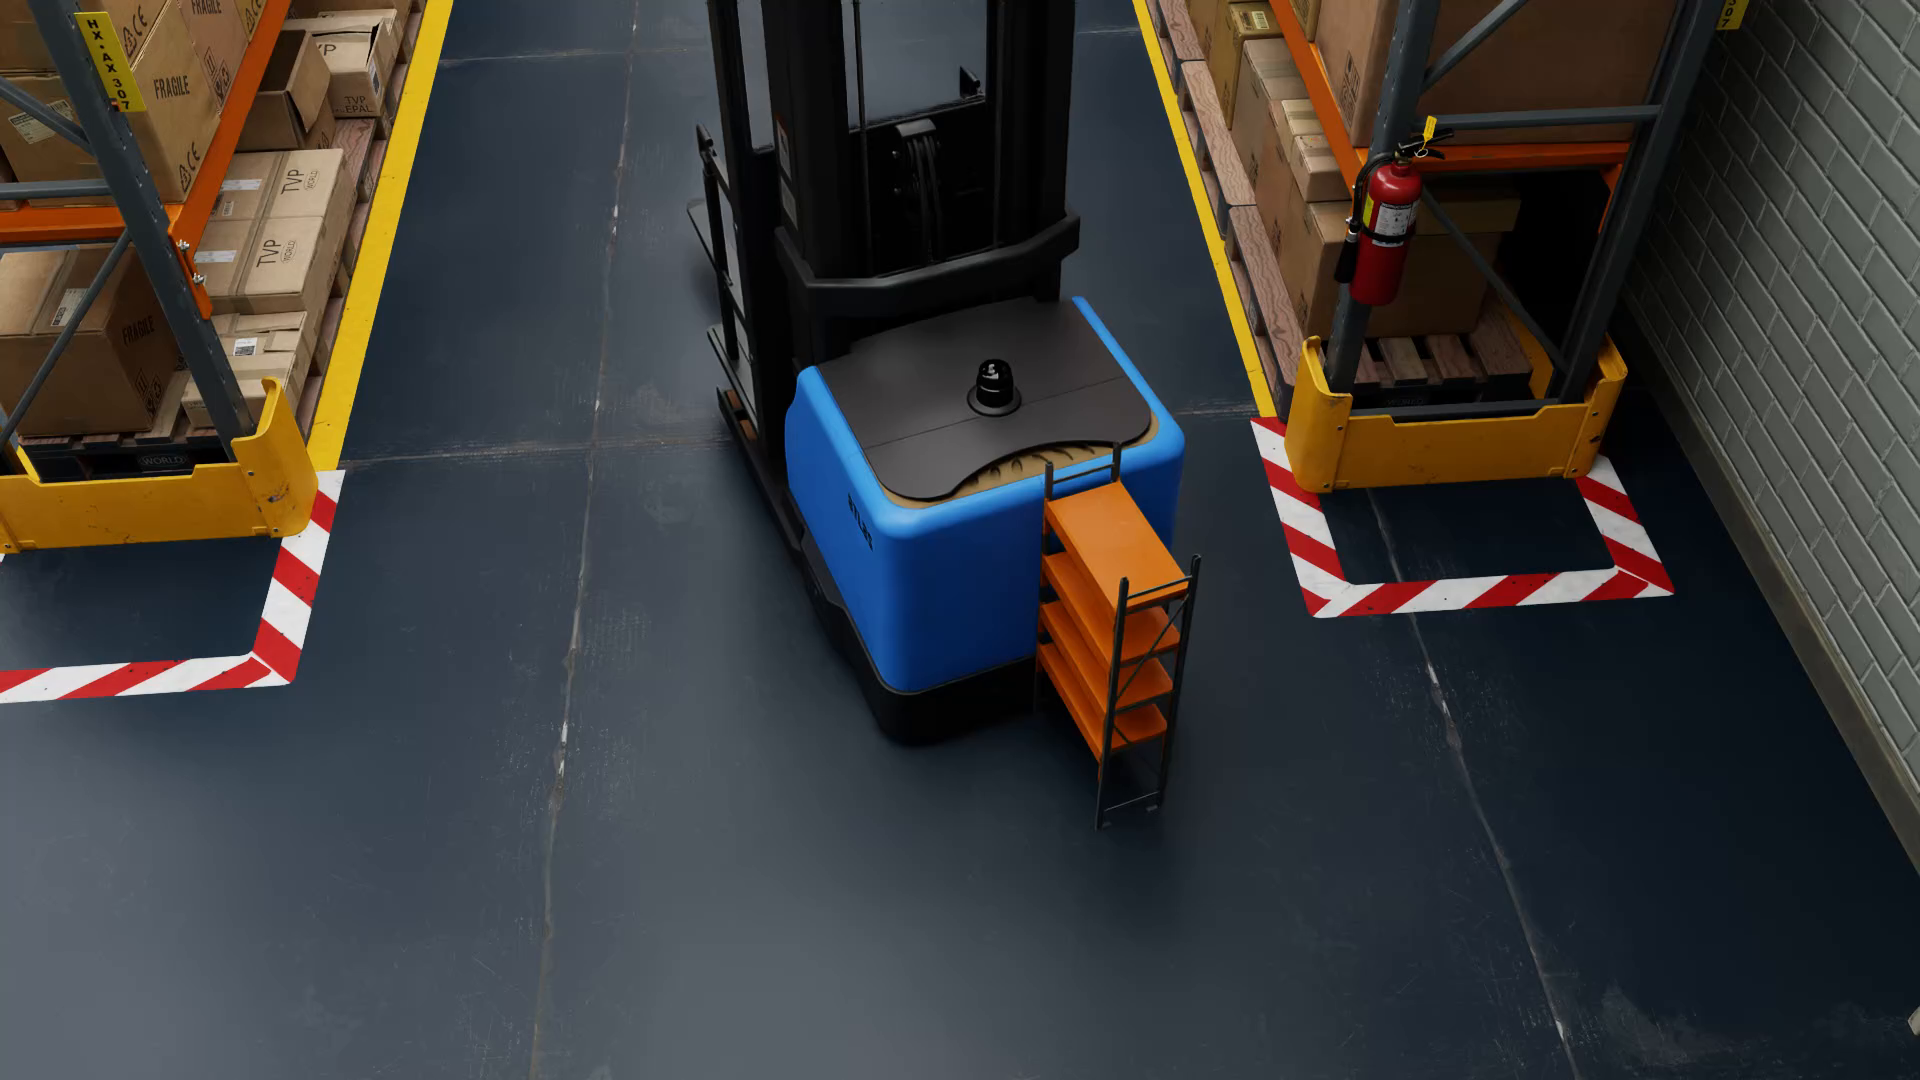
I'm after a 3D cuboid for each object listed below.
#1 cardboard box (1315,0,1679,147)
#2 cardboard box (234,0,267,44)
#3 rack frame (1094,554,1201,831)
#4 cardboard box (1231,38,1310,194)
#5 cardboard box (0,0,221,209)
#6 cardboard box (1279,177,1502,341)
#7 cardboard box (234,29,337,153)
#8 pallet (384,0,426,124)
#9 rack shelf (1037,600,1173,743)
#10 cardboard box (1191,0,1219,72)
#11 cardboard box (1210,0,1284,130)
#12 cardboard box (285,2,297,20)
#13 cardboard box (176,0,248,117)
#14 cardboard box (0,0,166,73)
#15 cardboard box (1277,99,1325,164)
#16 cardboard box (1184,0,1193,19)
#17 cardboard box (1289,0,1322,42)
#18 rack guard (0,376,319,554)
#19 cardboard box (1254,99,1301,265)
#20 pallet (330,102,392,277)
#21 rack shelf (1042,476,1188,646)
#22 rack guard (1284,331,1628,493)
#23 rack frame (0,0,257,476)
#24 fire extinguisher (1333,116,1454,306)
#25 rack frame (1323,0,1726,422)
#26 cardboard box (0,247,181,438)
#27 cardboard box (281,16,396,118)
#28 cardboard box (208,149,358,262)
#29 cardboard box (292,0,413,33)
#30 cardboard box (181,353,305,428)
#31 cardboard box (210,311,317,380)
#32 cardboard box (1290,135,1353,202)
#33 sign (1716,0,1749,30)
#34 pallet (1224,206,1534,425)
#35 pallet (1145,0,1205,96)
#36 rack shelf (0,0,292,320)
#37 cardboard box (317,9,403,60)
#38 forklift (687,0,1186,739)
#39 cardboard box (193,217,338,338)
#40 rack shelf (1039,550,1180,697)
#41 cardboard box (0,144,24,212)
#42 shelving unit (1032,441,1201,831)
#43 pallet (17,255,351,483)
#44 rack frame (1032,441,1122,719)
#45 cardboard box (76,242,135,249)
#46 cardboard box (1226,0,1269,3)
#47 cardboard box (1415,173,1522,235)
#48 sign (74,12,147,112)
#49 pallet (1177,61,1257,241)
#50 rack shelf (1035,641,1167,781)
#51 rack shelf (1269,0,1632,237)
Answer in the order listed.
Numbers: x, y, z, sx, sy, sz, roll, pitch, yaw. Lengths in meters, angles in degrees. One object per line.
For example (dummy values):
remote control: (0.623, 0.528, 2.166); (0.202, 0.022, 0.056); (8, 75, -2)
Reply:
cardboard box: (1.825, -1.856, 5.736); (0.980, 0.700, 0.700); (-2, 47, -1)
cardboard box: (-2.920, -2.189, 6.188); (0.500, 0.500, 0.500); (-4, 47, -3)
rack frame: (0.547, 0.488, 4.962); (0.240, 1.200, 0.015); (-17, 49, -15)
cardboard box: (1.635, -1.896, 7.412); (0.700, 0.500, 0.500); (-5, 47, -5)
cardboard box: (-2.832, -1.453, 5.491); (0.500, 0.500, 0.500); (-3, 47, -2)
cardboard box: (1.720, -1.170, 6.725); (0.700, 0.500, 0.500); (-3, 47, -3)
cardboard box: (-3.230, -1.909, 7.408); (0.797, 0.503, 0.637); (-3, 47, -3)
pallet: (-3.336, -2.519, 8.491); (1.003, 0.211, 1.213); (-3, 47, -3)
rack shelf: (0.454, 0.370, 5.166); (0.258, 0.148, 0.480); (-17, 49, -15)
cardboard box: (1.542, -2.653, 8.129); (0.700, 0.500, 0.500); (-4, 47, -4)
cardboard box: (1.583, -2.281, 7.777); (0.700, 0.500, 0.500); (-3, 47, -2)
cardboard box: (-3.573, -2.885, 8.465); (0.500, 0.311, 0.500); (-3, 47, -3)
cardboard box: (-2.881, -1.826, 5.844); (0.500, 0.500, 0.500); (-4, 47, -4)
cardboard box: (-2.832, -1.796, 5.128); (0.500, 0.500, 0.500); (-2, 47, -2)
cardboard box: (1.505, -1.660, 6.742); (0.380, 0.149, 0.250); (-2, 47, -2)
cardboard box: (1.504, -3.017, 8.473); (0.700, 0.500, 0.500); (-3, 47, -3)
cardboard box: (1.753, -2.382, 6.234); (0.980, 0.700, 0.700); (-4, 47, -4)
rack guard: (-3.064, -0.277, 6.168); (1.175, 0.500, 0.348); (-3, 47, -3)
cardboard box: (1.678, -1.532, 7.068); (0.700, 0.500, 0.500); (-4, 47, -3)
pallet: (-3.231, -1.635, 7.653); (1.003, 0.211, 1.213); (-3, 47, -3)
rack shelf: (0.454, 0.054, 4.832); (0.258, 0.148, 0.480); (-17, 49, -15)
rack guard: (1.880, -0.508, 6.387); (1.175, 0.500, 0.348); (-3, 47, -3)
rack frame: (-3.058, -1.081, 5.208); (1.000, 3.000, 0.127); (-3, 47, -3)
fire extinguisher: (1.431, -1.093, 5.529); (0.296, 0.674, 0.183); (-3, 47, -3)
rack frame: (1.878, -1.385, 5.496); (1.000, 3.000, 0.127); (-3, 47, -3)
cardboard box: (-3.349, -0.751, 6.314); (0.500, 0.500, 0.500); (-3, 47, -3)
cardboard box: (-3.000, -2.264, 7.877); (0.500, 0.311, 0.500); (-3, 47, -3)
cardboard box: (-2.904, -1.421, 7.121); (0.500, 0.250, 0.500); (-3, 47, -3)
cardboard box: (-3.062, -2.872, 8.323); (0.500, 0.500, 0.500); (-3, 47, -3)
cardboard box: (-2.750, -0.576, 6.390); (0.380, 0.149, 0.250); (-3, 47, -3)
cardboard box: (-2.771, -0.763, 6.555); (0.380, 0.166, 0.250); (-3, 47, -3)
cardboard box: (1.528, -1.475, 6.567); (0.380, 0.149, 0.250); (-4, 47, -4)
sign: (2.432, -1.739, 5.180); (0.100, 0.325, 0.005); (-3, 47, -3)
pallet: (1.733, -1.000, 7.052); (1.003, 0.211, 1.213); (-3, 47, -3)
pallet: (1.529, -2.765, 8.723); (1.003, 0.211, 1.213); (-3, 47, -3)
rack shelf: (-3.225, -2.281, 6.840); (1.077, 0.370, 4.000); (-3, 47, -3)
cardboard box: (-2.971, -2.484, 8.197); (0.380, 0.149, 0.250); (-3, 47, -3)
forklift: (-0.319, -1.433, 5.588); (1.130, 2.935, 3.031); (-17, 49, -15)
cardboard box: (-2.863, -1.059, 6.778); (0.500, 0.250, 0.500); (-3, 47, -3)
rack shelf: (0.454, 0.216, 5.003); (0.258, 0.148, 0.480); (-17, 49, -15)
cardboard box: (-3.367, -1.423, 5.463); (0.500, 0.500, 0.500); (-2, 47, -2)
shelving unit: (0.454, 0.324, 5.117); (0.258, 1.200, 0.503); (-17, 49, -15)
pallet: (-3.132, -0.754, 6.819); (1.003, 0.211, 1.213); (-3, 47, -3)
rack frame: (0.361, 0.160, 5.272); (0.240, 1.200, 0.015); (-17, 49, -15)
cardboard box: (-3.398, -1.355, 7.058); (0.500, 0.250, 0.500); (-3, 47, -3)
cardboard box: (1.394, -2.603, 7.635); (0.380, 0.149, 0.250); (-5, 47, -4)
cardboard box: (1.930, -1.315, 6.415); (0.380, 0.149, 0.250); (-3, 47, -3)
sign: (-2.517, -1.412, 4.925); (0.100, 0.325, 0.005); (-3, 47, -3)
pallet: (1.634, -1.880, 7.886); (1.003, 0.211, 1.213); (-3, 47, -3)
rack shelf: (0.454, 0.507, 5.310); (0.258, 0.148, 0.480); (-17, 49, -15)
rack shelf: (1.711, -2.585, 7.127); (1.077, 0.370, 4.000); (-3, 47, -3)
